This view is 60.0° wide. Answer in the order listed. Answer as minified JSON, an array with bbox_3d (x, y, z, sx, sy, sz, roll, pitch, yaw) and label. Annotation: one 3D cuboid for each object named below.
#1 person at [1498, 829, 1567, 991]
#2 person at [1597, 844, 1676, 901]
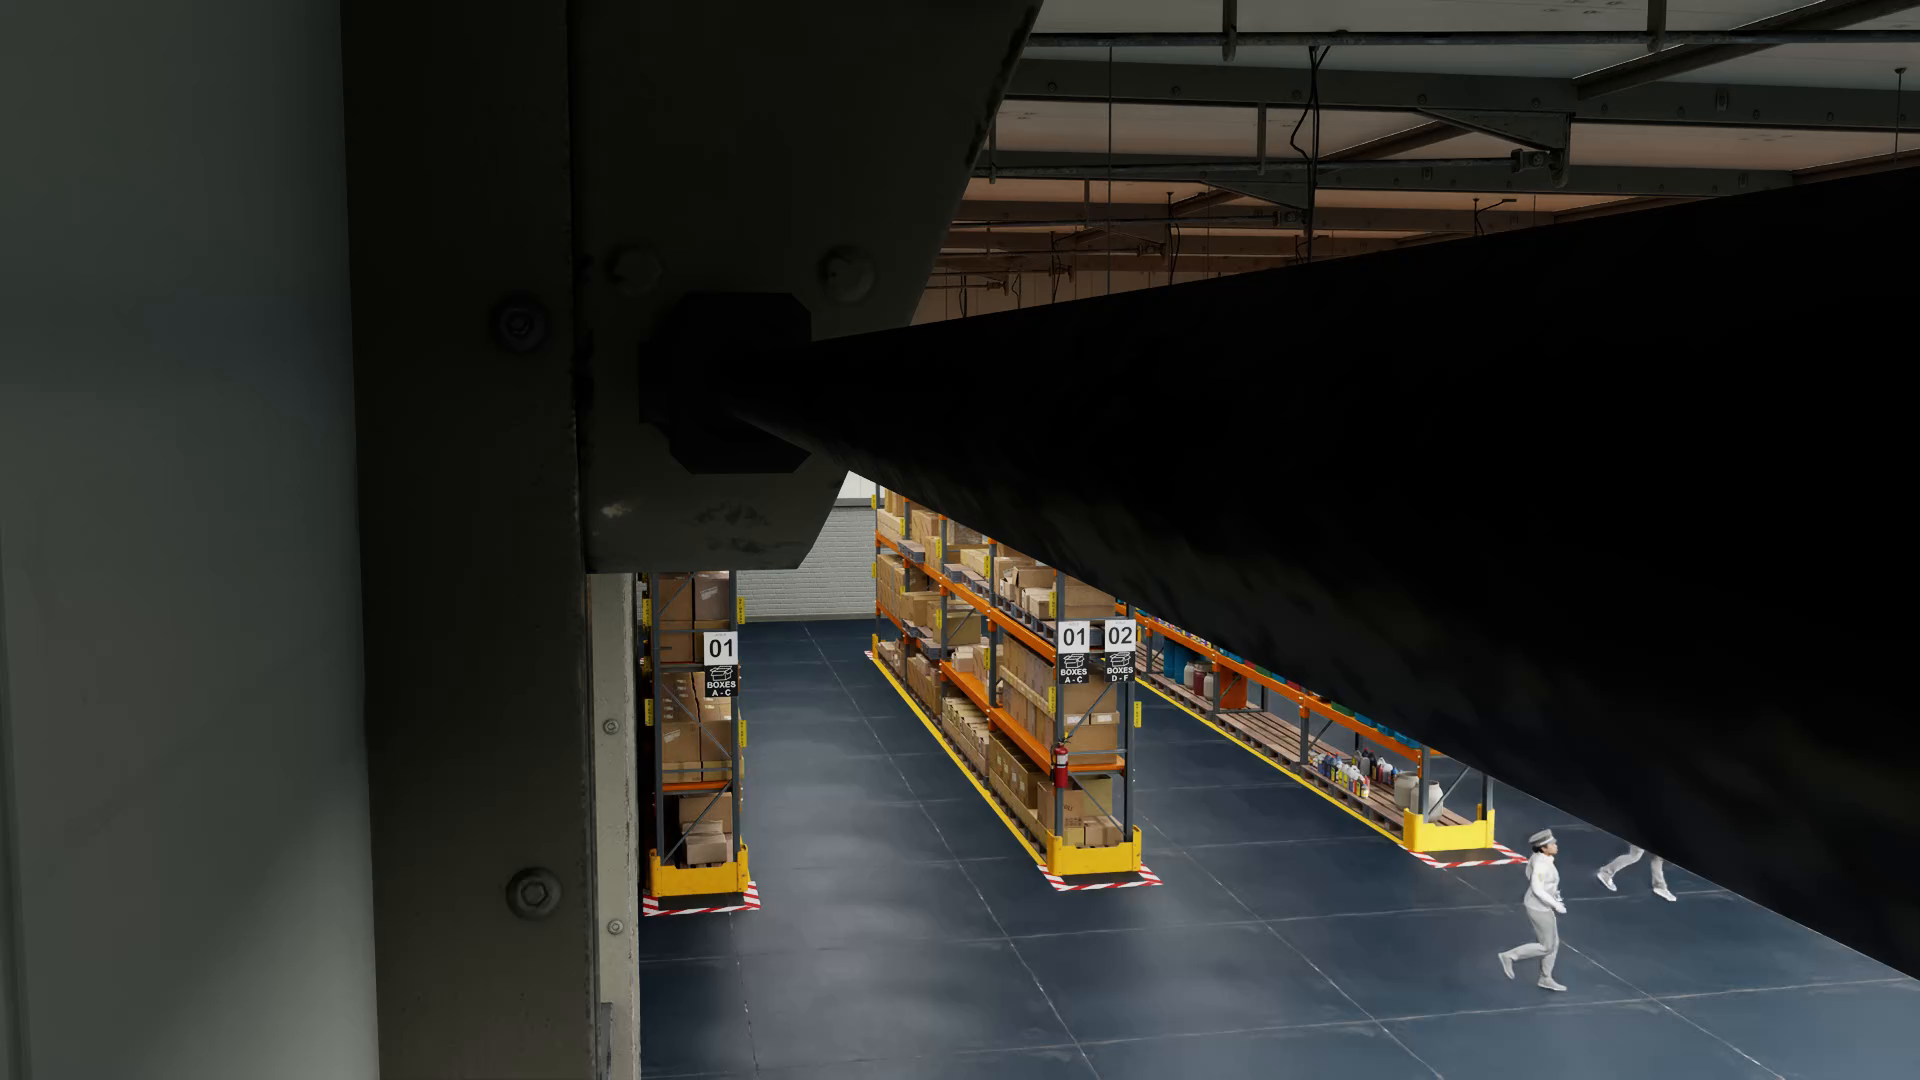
[{"bbox_3d":[5.882,3.769,17.035,0.683,1.685,0.622,2,6,15],"label":"person"},{"bbox_3d":[8.137,3.492,19.920,0.874,1.617,0.550,3,7,26],"label":"person"}]
